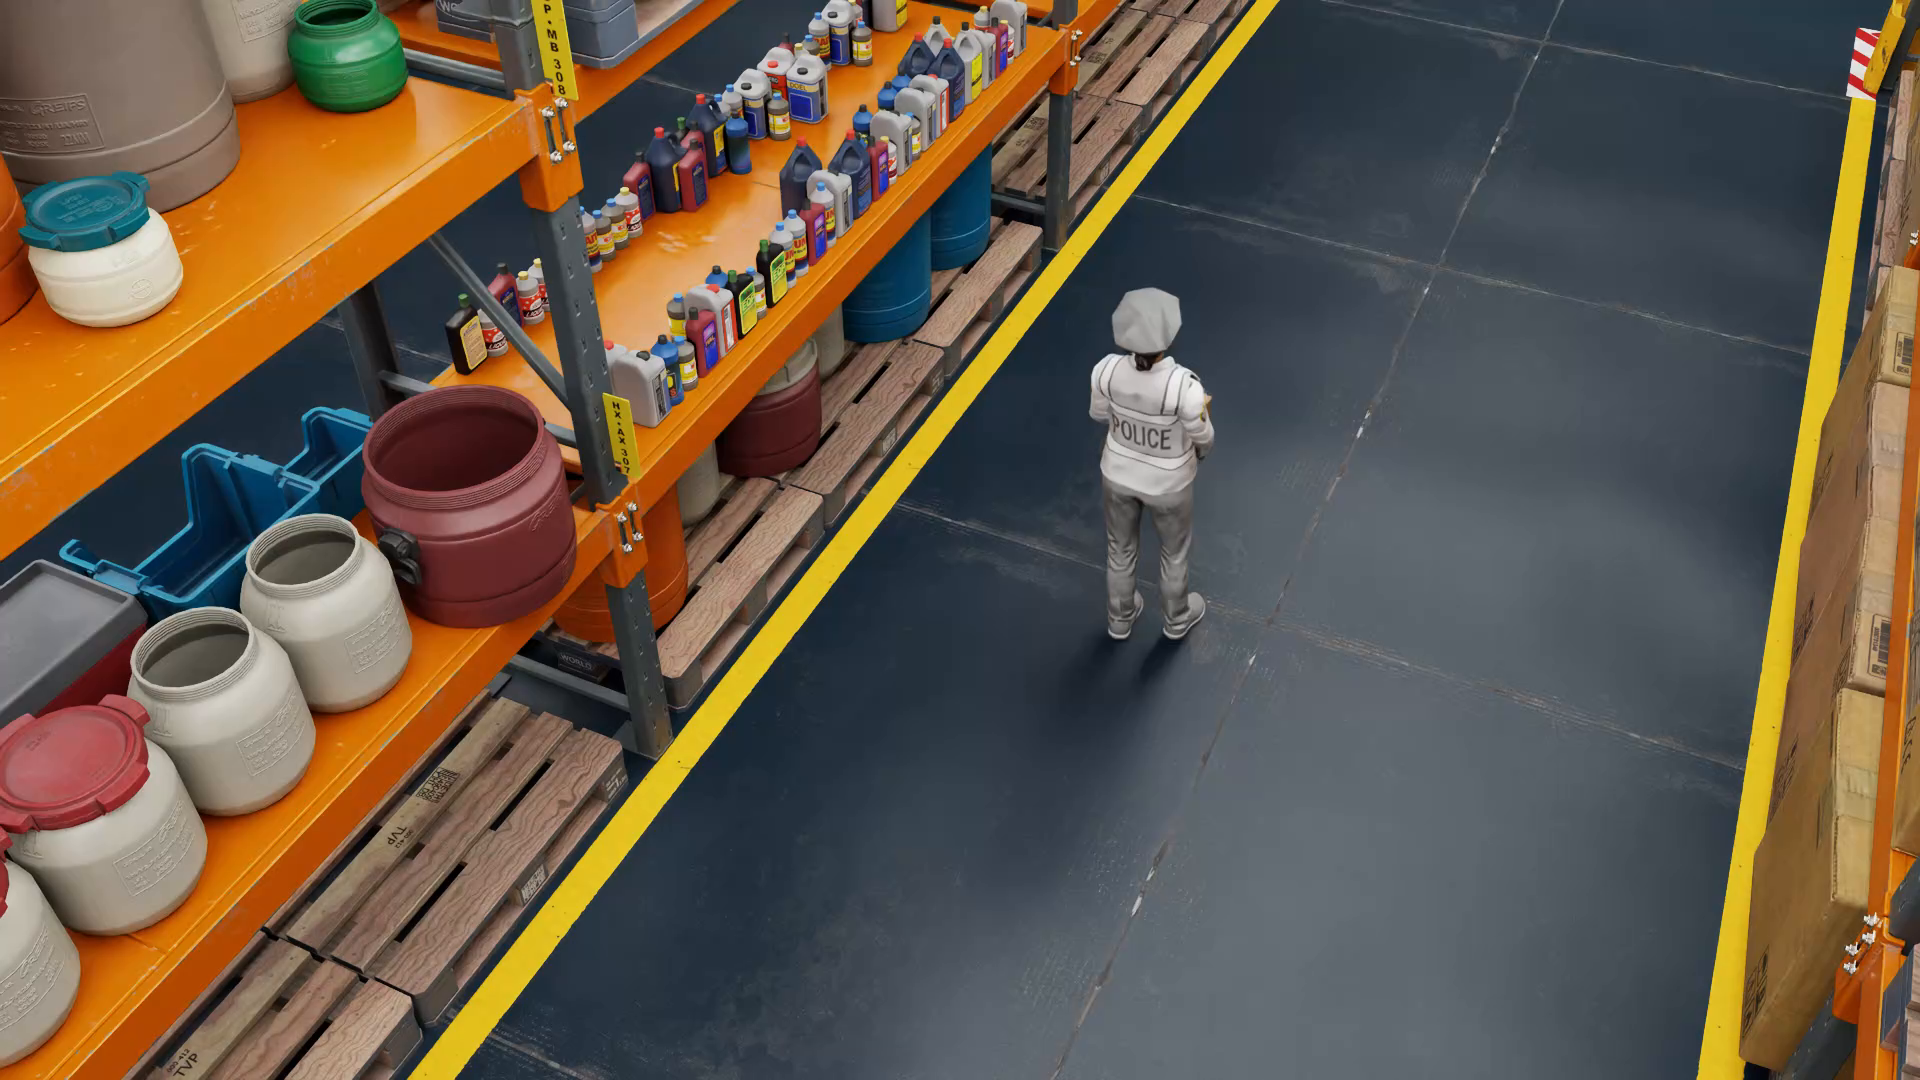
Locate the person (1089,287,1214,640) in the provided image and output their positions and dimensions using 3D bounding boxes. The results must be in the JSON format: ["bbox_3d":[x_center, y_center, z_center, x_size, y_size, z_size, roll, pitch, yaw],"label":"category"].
[{"bbox_3d":[0.735,-0.280,6.437,0.504,1.701,0.512,18,45,19],"label":"person"}]
